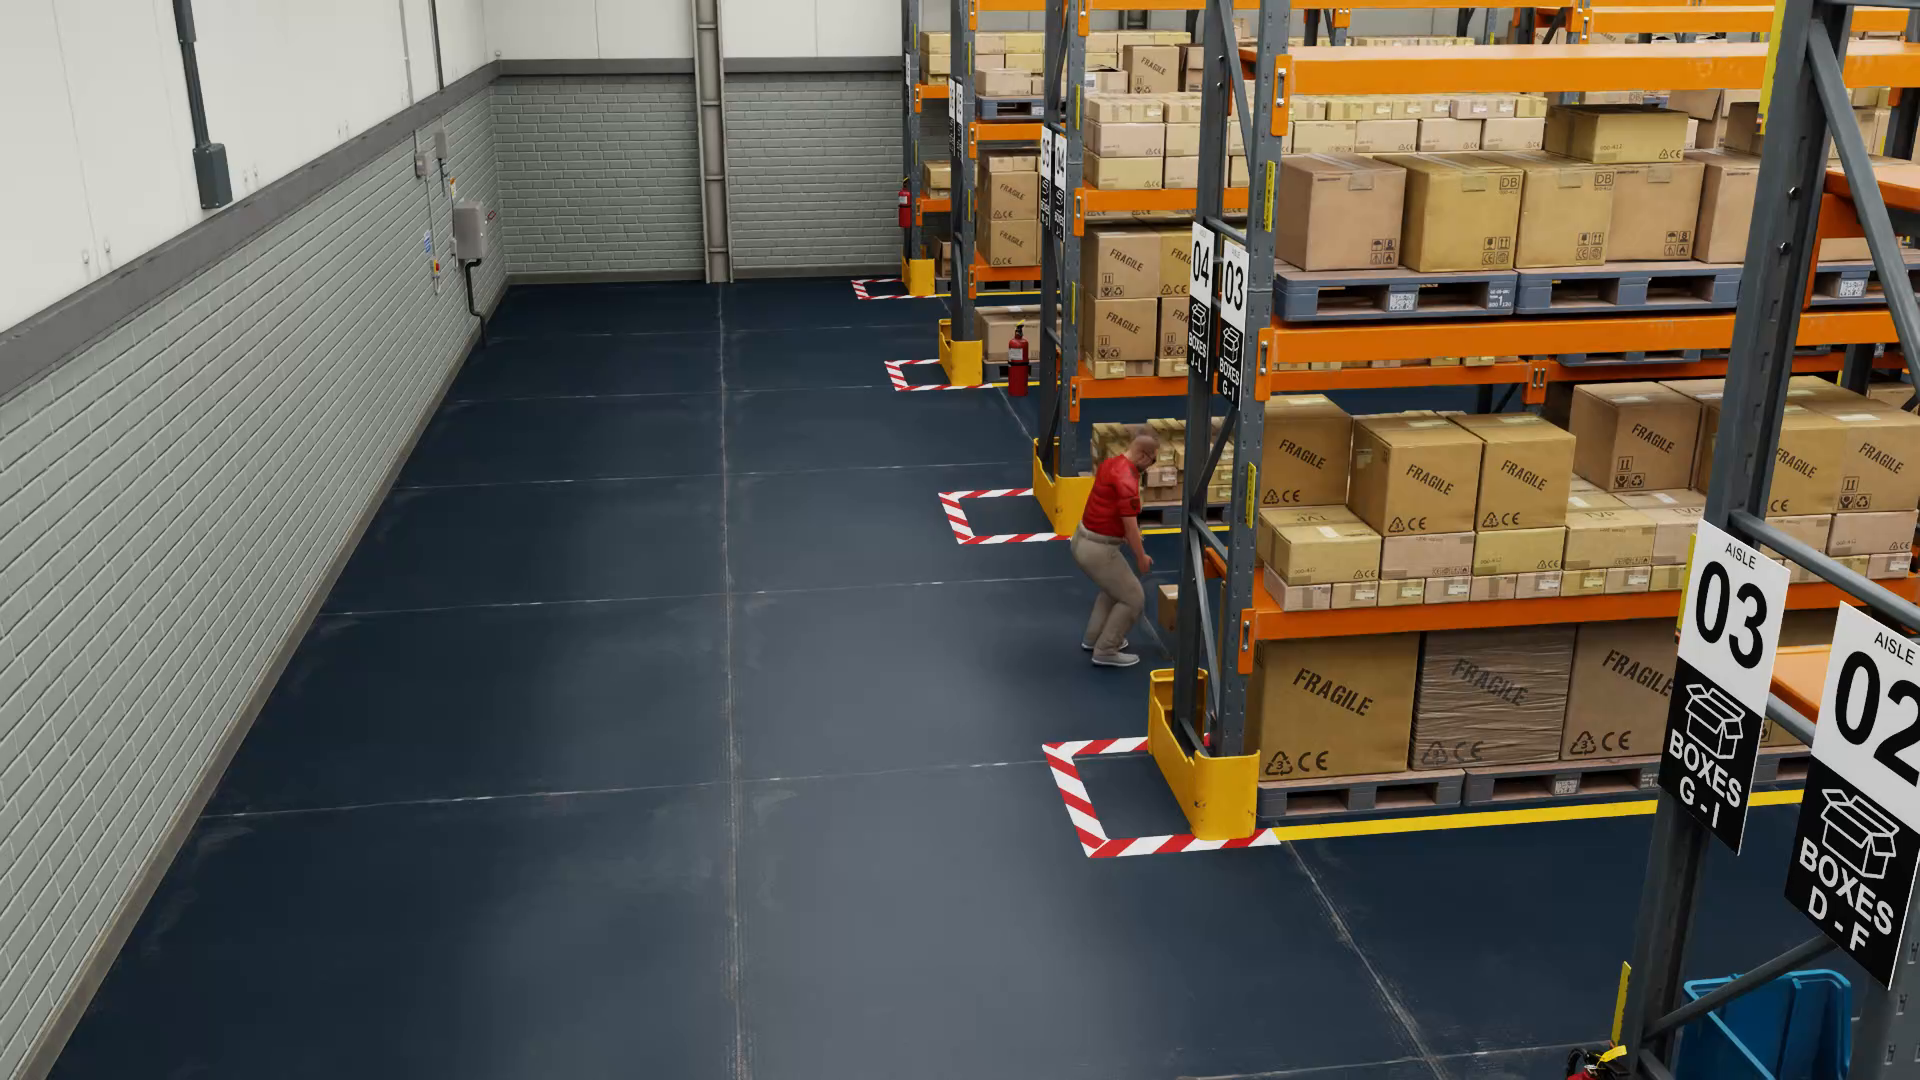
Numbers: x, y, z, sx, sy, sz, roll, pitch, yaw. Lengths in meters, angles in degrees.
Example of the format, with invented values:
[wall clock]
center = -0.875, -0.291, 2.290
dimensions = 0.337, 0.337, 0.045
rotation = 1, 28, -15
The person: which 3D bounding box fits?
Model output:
[person]
center = 1.033, 0.052, 11.212
dimensions = 0.574, 1.567, 0.581
rotation = -3, 20, -7
